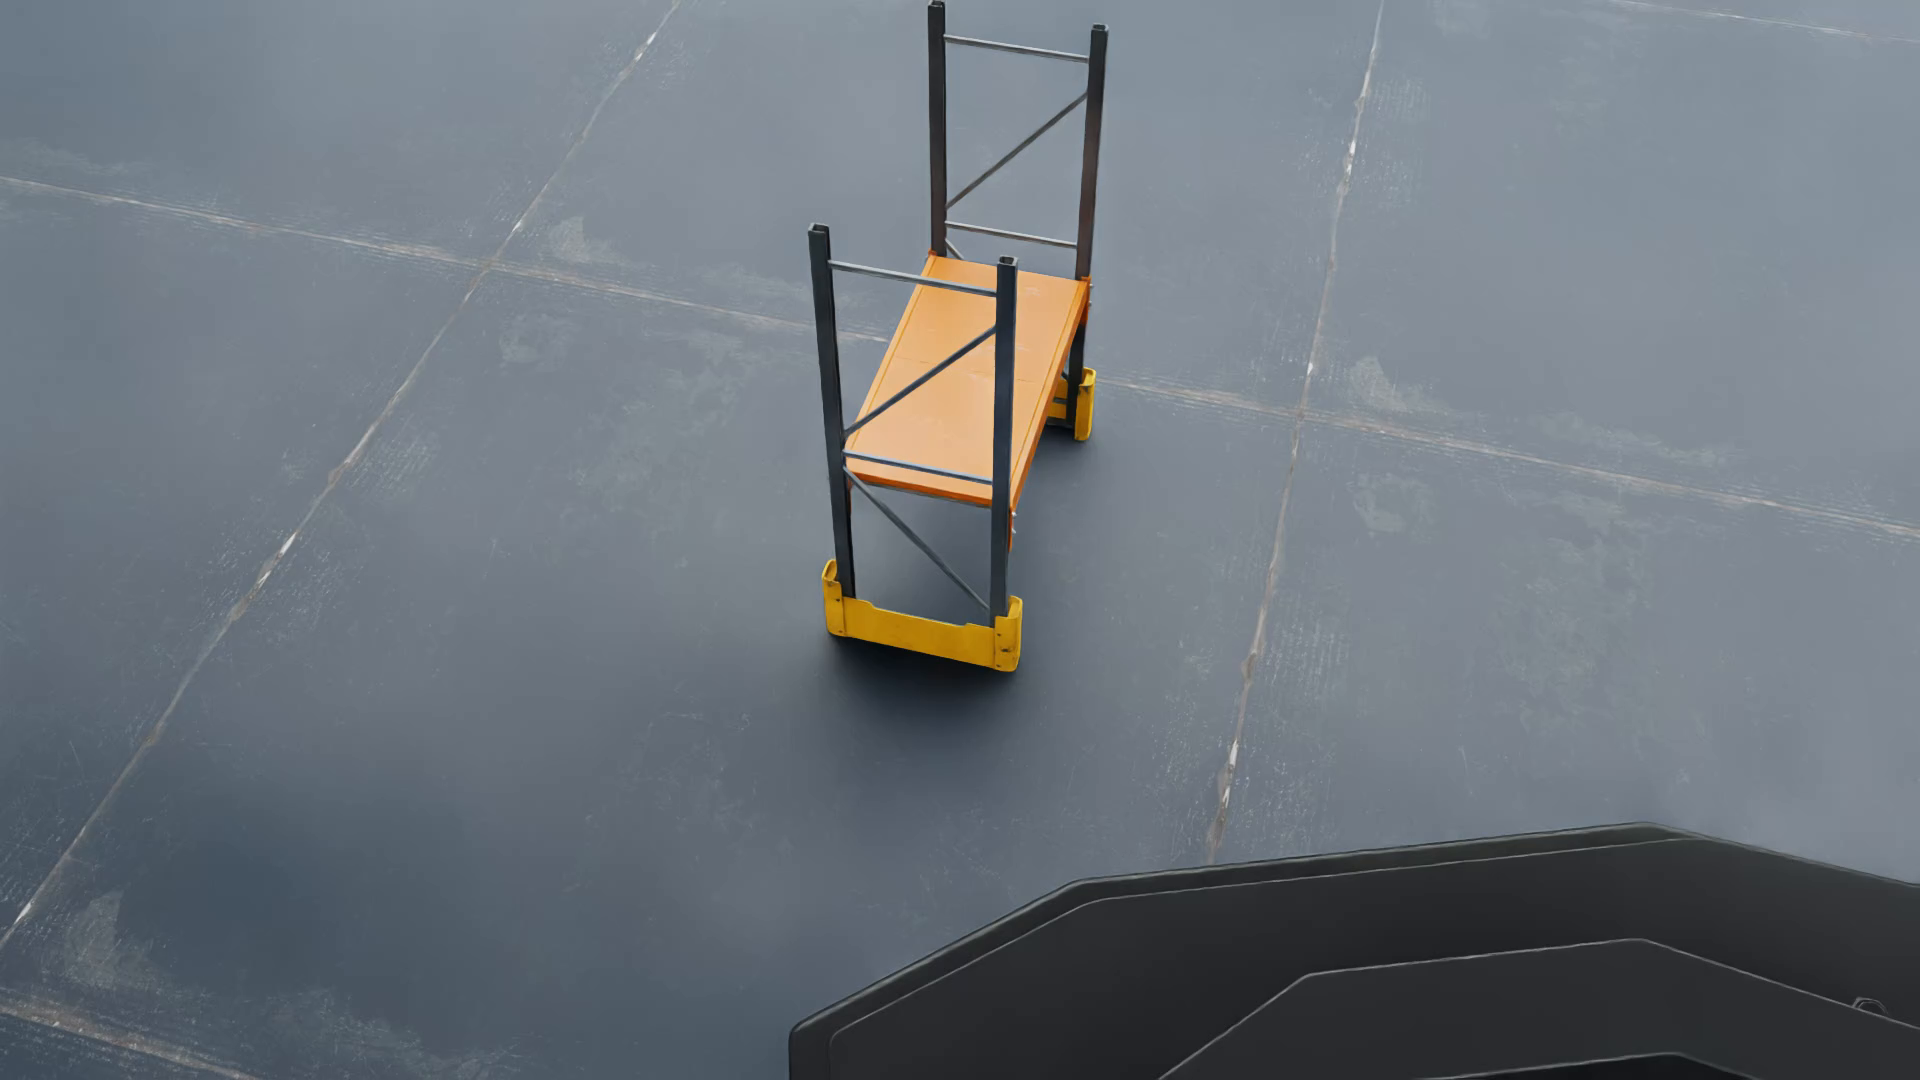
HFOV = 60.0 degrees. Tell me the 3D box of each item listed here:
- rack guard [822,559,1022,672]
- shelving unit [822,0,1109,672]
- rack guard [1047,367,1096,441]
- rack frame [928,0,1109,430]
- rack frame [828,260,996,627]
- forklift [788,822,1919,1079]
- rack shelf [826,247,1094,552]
[{"bbox_3d":[-0.111,0.222,4.887,0.587,0.250,0.087,12,50,10],"label":"rack guard"},{"bbox_3d":[0.020,-0.551,4.736,0.587,1.500,1.083,12,50,10],"label":"shelving unit"},{"bbox_3d":[0.151,-0.498,5.523,0.587,0.250,0.087,12,50,10],"label":"rack guard"},{"bbox_3d":[0.156,-0.926,5.067,0.500,1.500,0.032,12,50,10],"label":"rack frame"},{"bbox_3d":[-0.113,-0.191,4.418,0.475,1.308,0.013,12,50,10],"label":"rack frame"},{"bbox_3d":[0.415,1.734,1.764,1.130,2.935,3.031,-5,49,-4],"label":"forklift"},{"bbox_3d":[0.022,-0.439,4.877,0.538,0.185,1.000,12,50,10],"label":"rack shelf"}]
